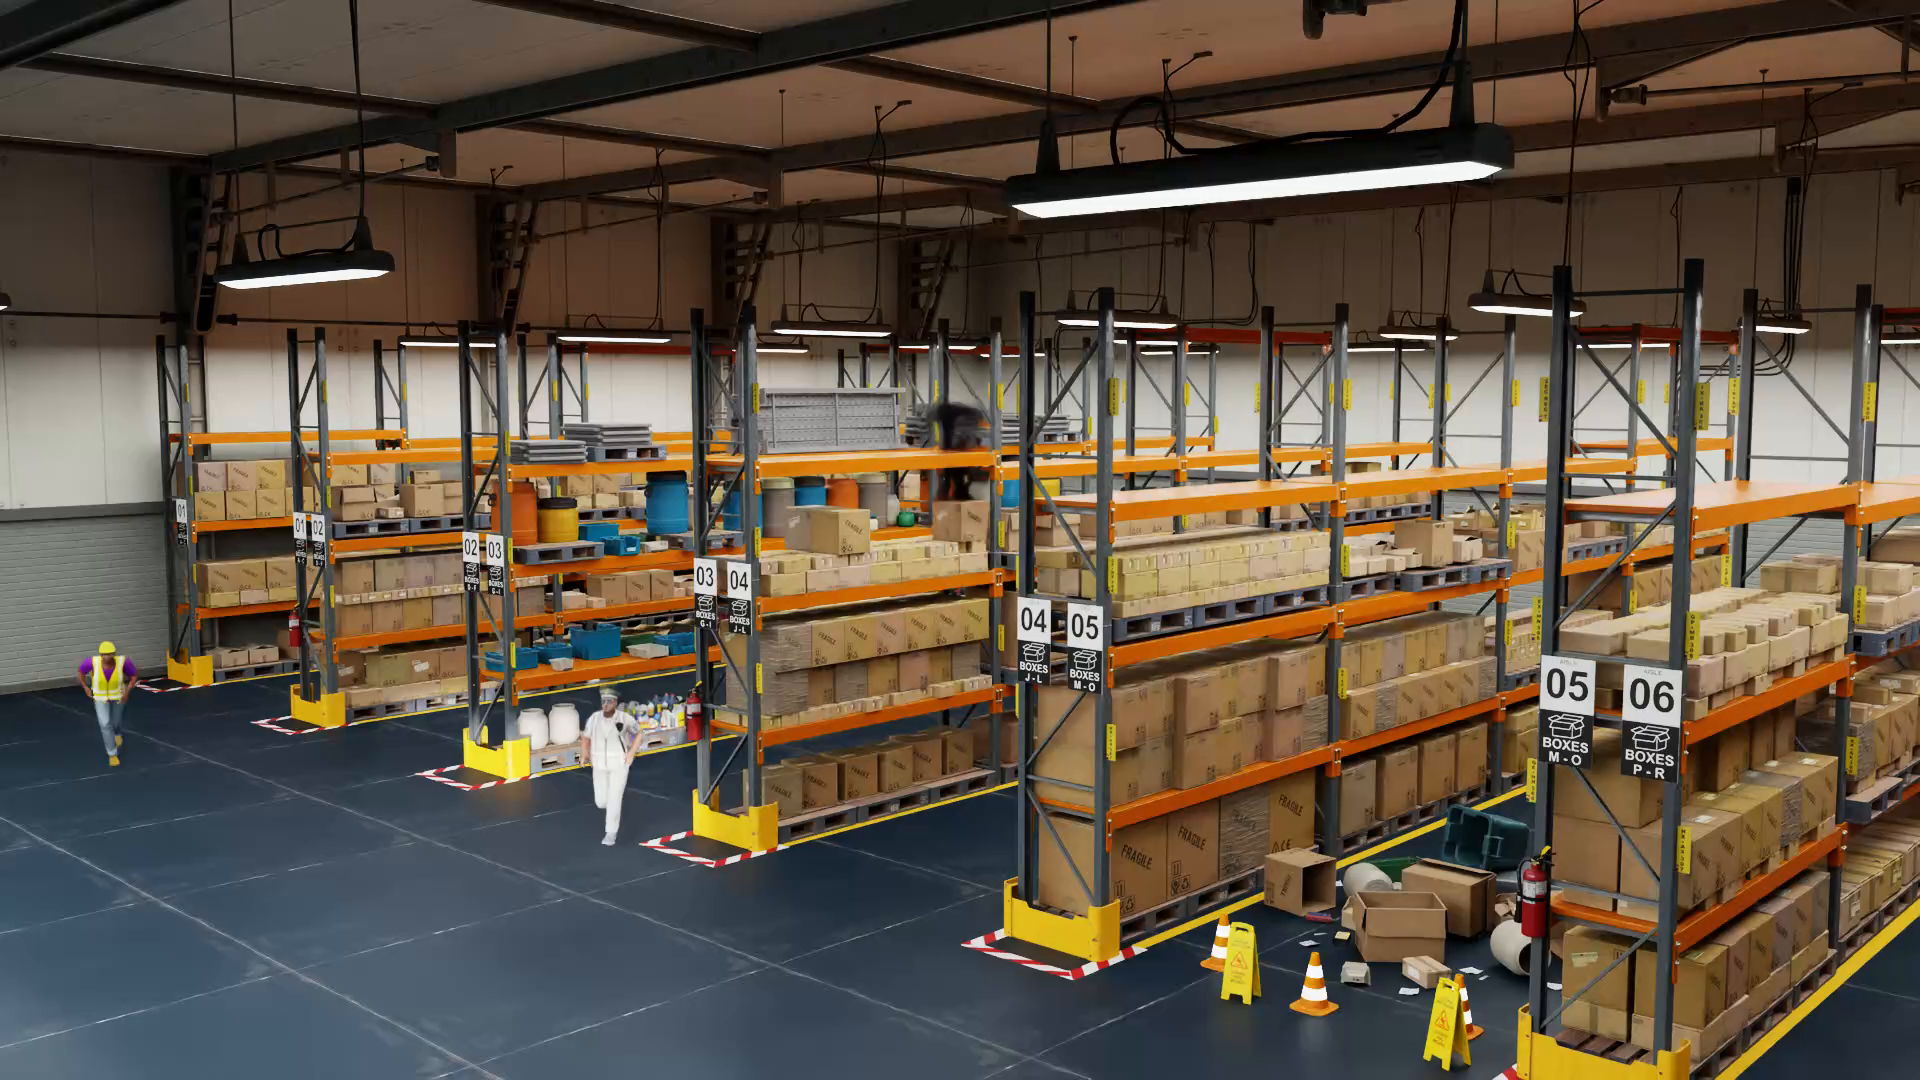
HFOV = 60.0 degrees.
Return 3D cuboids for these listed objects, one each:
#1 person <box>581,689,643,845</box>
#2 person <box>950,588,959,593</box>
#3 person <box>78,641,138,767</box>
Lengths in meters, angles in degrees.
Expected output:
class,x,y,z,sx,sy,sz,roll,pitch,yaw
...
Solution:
class,x,y,z,sx,sy,sz,roll,pitch,yaw
person,-3.958,2.534,18.945,0.675,1.749,0.783,0,5,4
person,-0.007,1.516,30.820,0.538,1.502,0.856,4,7,34
person,-11.684,2.200,22.849,0.728,1.714,1.032,-2,6,-21
